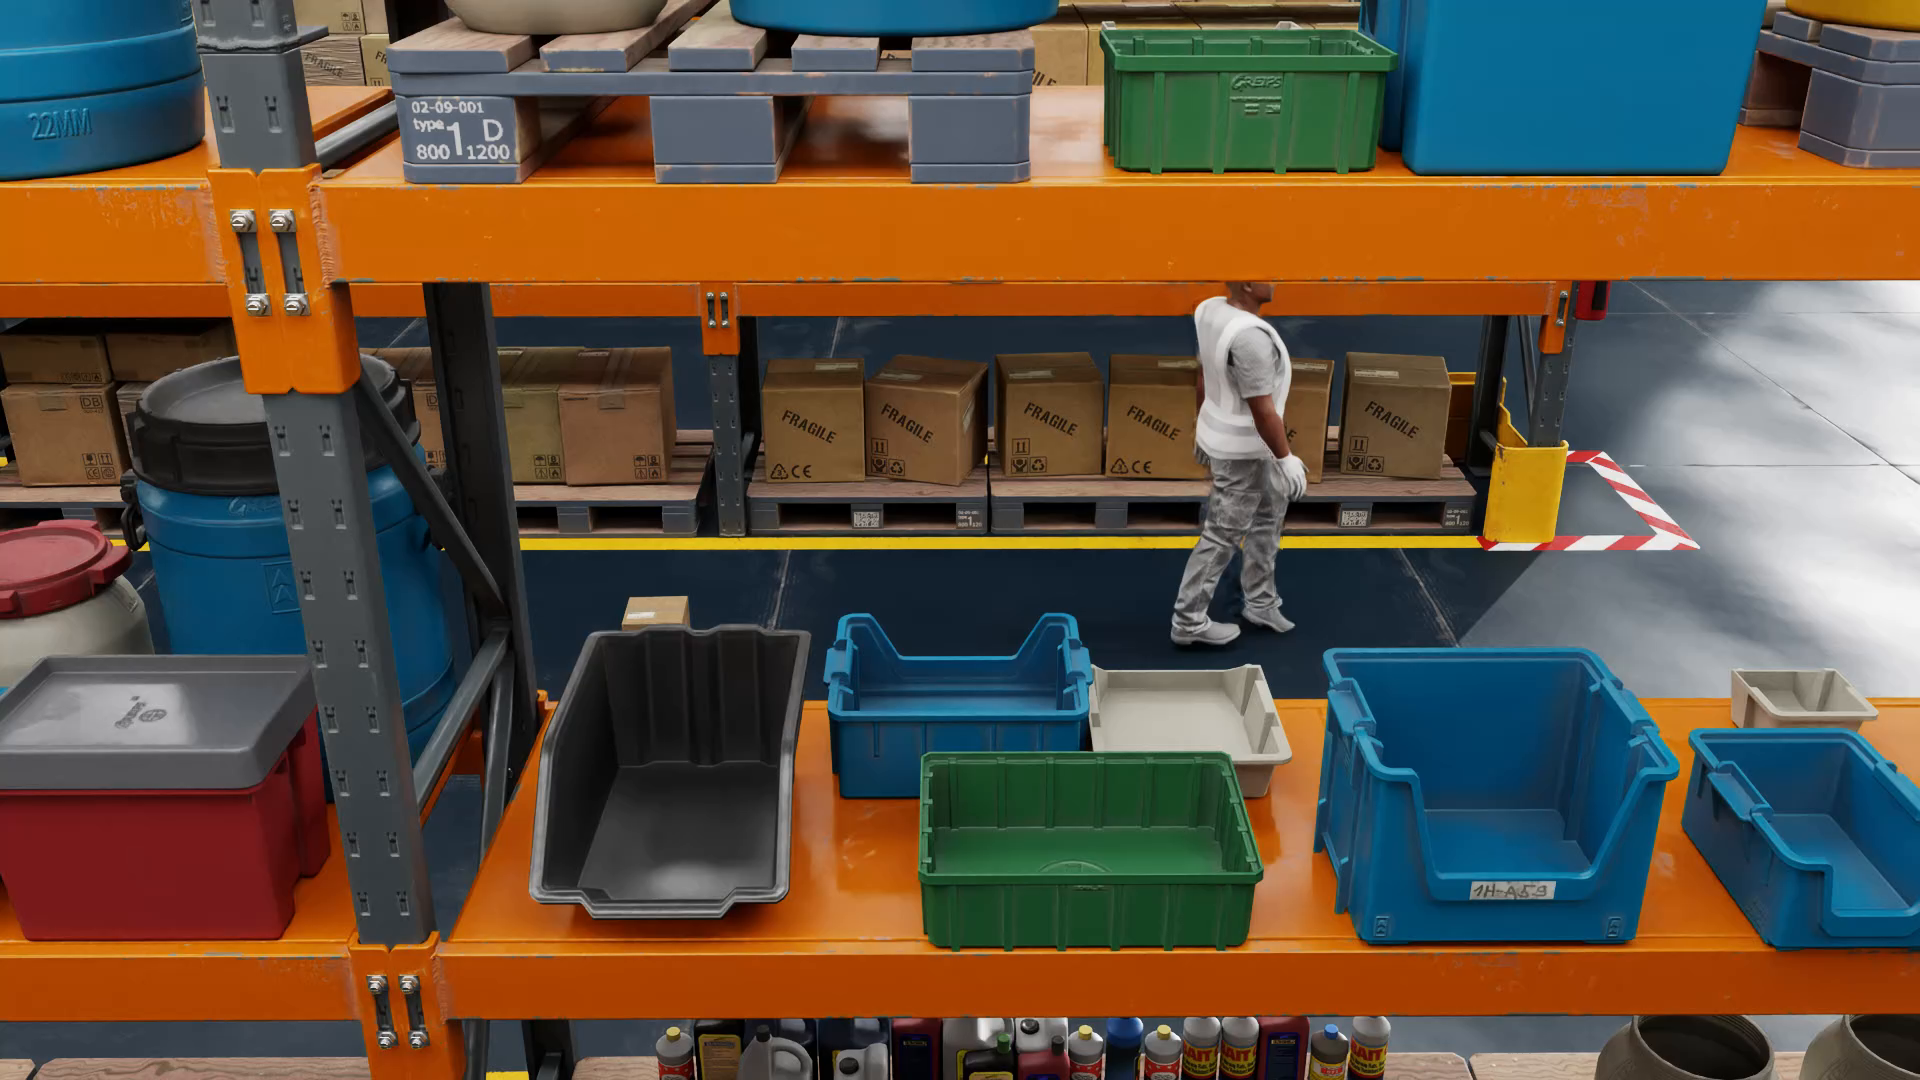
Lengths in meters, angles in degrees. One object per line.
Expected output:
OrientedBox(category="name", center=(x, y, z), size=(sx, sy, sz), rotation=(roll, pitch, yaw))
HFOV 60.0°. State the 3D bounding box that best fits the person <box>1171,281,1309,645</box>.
OrientedBox(category="person", center=(1.212, -0.357, 6.910), size=(0.611, 1.847, 0.603), rotation=(-2, 24, -5))
